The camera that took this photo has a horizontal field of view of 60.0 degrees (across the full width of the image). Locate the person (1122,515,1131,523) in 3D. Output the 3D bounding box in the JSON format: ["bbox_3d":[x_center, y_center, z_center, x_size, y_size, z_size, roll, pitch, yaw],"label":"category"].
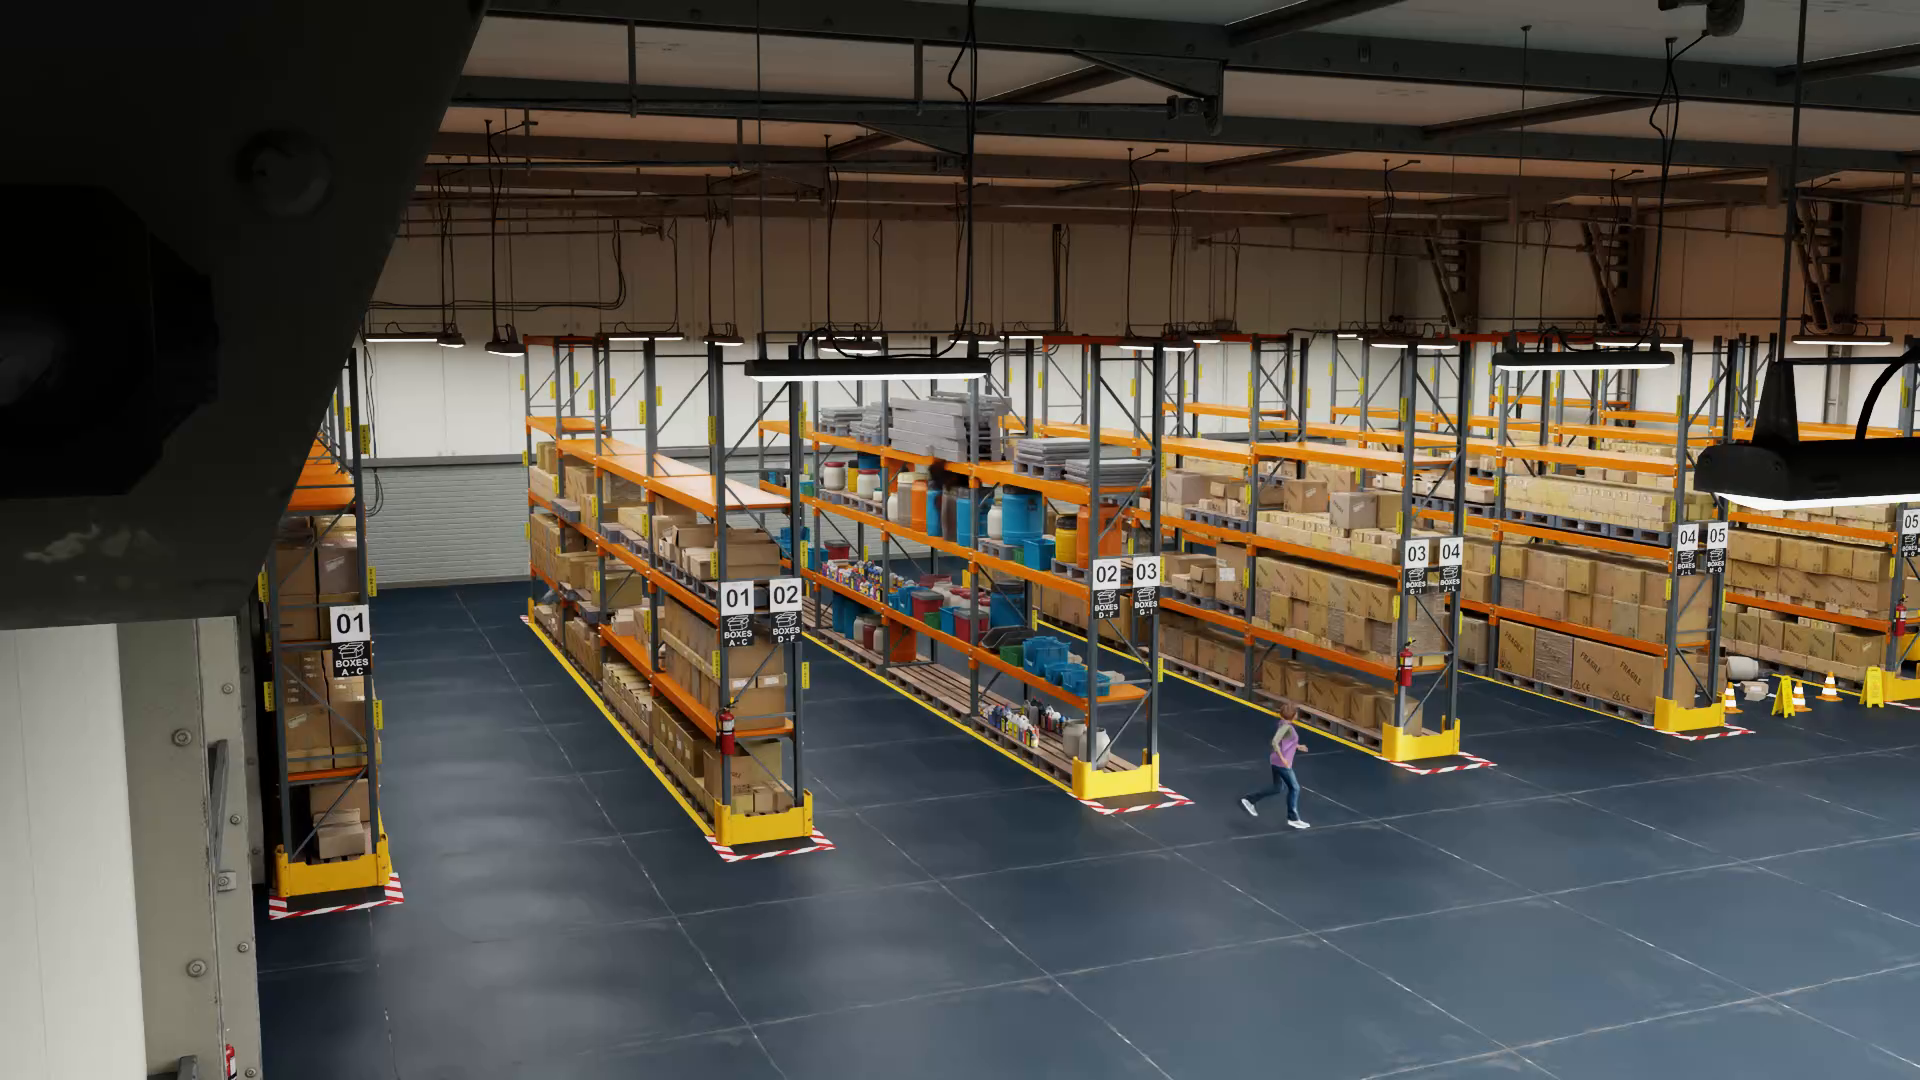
[{"bbox_3d":[3.951,0.111,40.433,0.703,1.740,0.656,3,8,19],"label":"person"}]

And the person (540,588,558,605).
[{"bbox_3d":[-8.623,0.664,36.011,0.960,1.754,0.708,-2,8,-15],"label":"person"}]

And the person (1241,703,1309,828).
[{"bbox_3d":[3.951,2.805,20.746,0.848,1.590,0.523,1,8,7],"label":"person"}]
